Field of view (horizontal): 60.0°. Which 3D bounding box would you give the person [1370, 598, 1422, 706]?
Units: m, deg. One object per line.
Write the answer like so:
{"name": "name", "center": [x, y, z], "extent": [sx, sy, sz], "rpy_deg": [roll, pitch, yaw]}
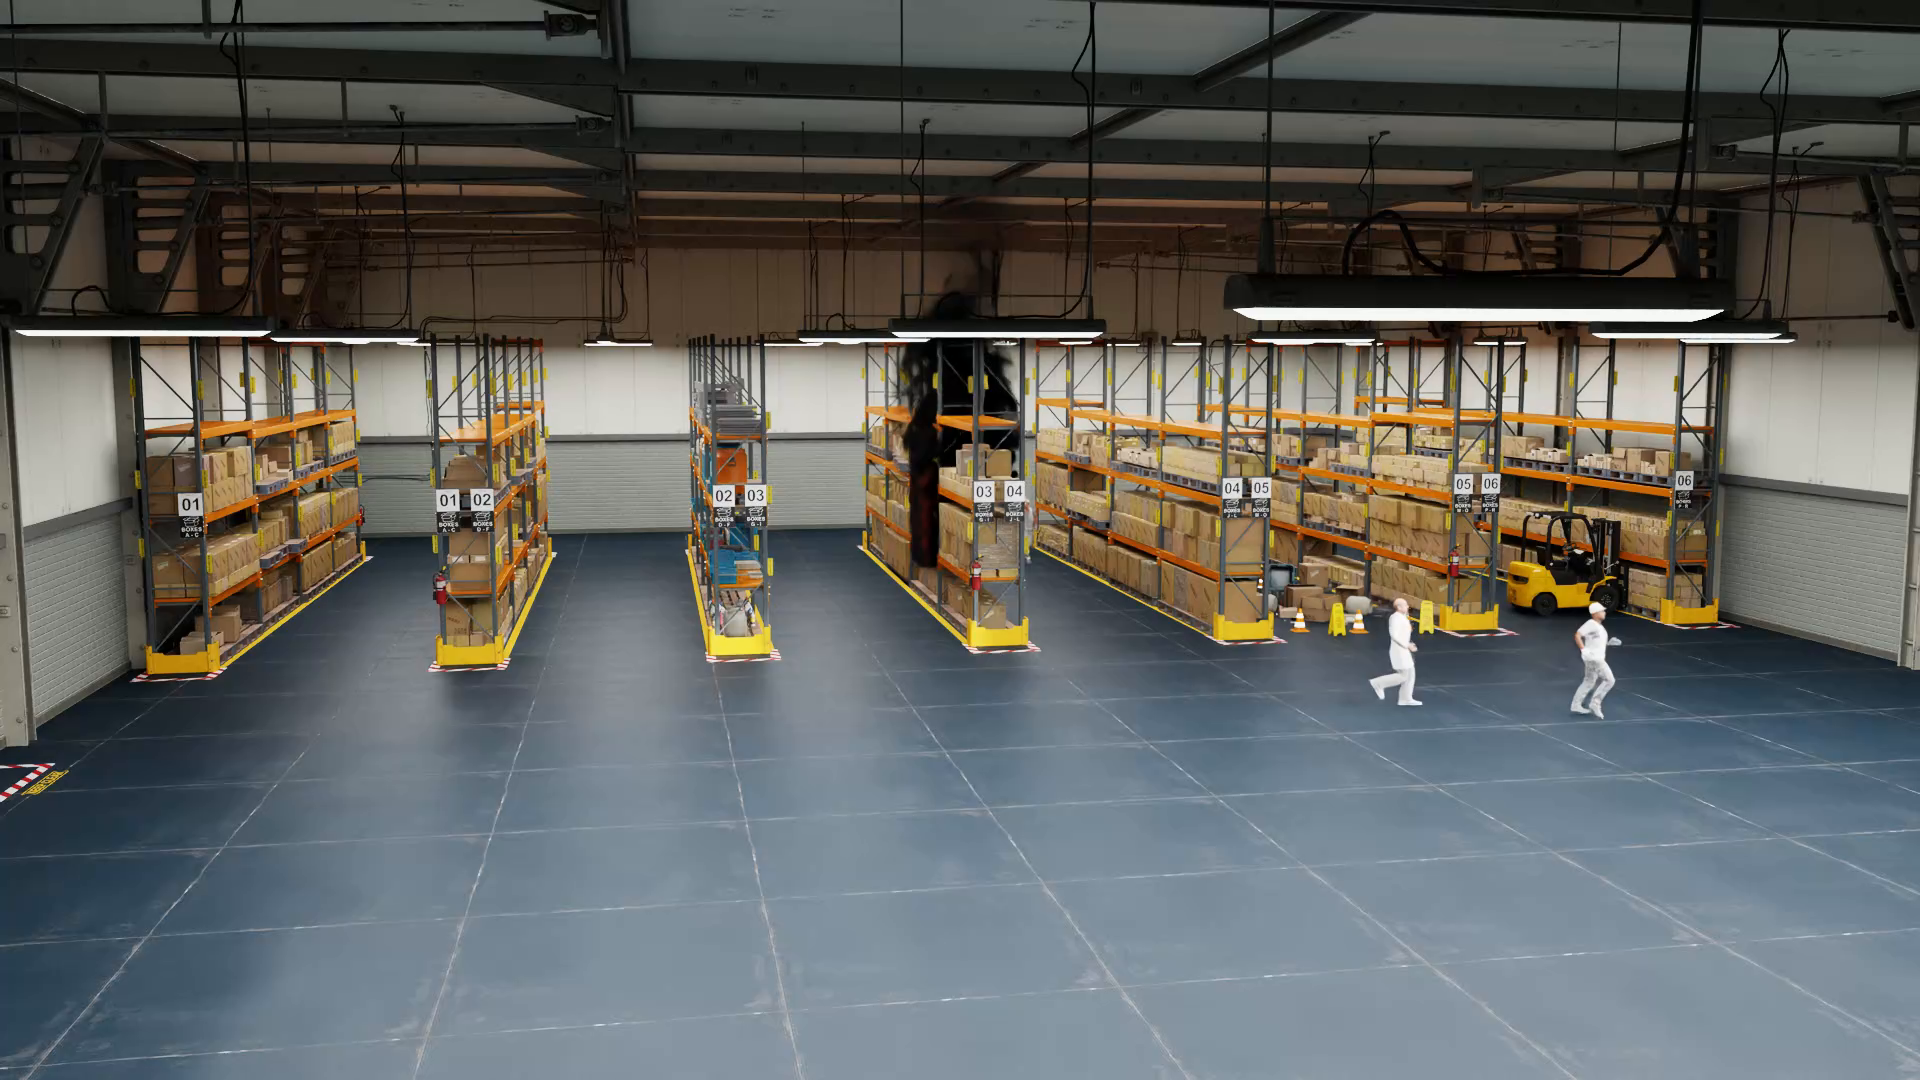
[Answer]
{"name": "person", "center": [7.025, 1.800, 26.712], "extent": [0.820, 1.743, 0.702], "rpy_deg": [2, 7, 15]}

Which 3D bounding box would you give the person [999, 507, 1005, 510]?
{"name": "person", "center": [0.916, -0.659, 48.320], "extent": [0.736, 1.704, 0.713], "rpy_deg": [4, 8, 30]}

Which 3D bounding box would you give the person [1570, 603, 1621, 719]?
{"name": "person", "center": [9.928, 1.878, 25.940], "extent": [0.702, 1.805, 0.671], "rpy_deg": [3, 7, 22]}

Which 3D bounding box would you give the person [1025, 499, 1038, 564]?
{"name": "person", "center": [1.765, -0.253, 44.839], "extent": [0.692, 1.742, 0.729], "rpy_deg": [-2, 7, -16]}
